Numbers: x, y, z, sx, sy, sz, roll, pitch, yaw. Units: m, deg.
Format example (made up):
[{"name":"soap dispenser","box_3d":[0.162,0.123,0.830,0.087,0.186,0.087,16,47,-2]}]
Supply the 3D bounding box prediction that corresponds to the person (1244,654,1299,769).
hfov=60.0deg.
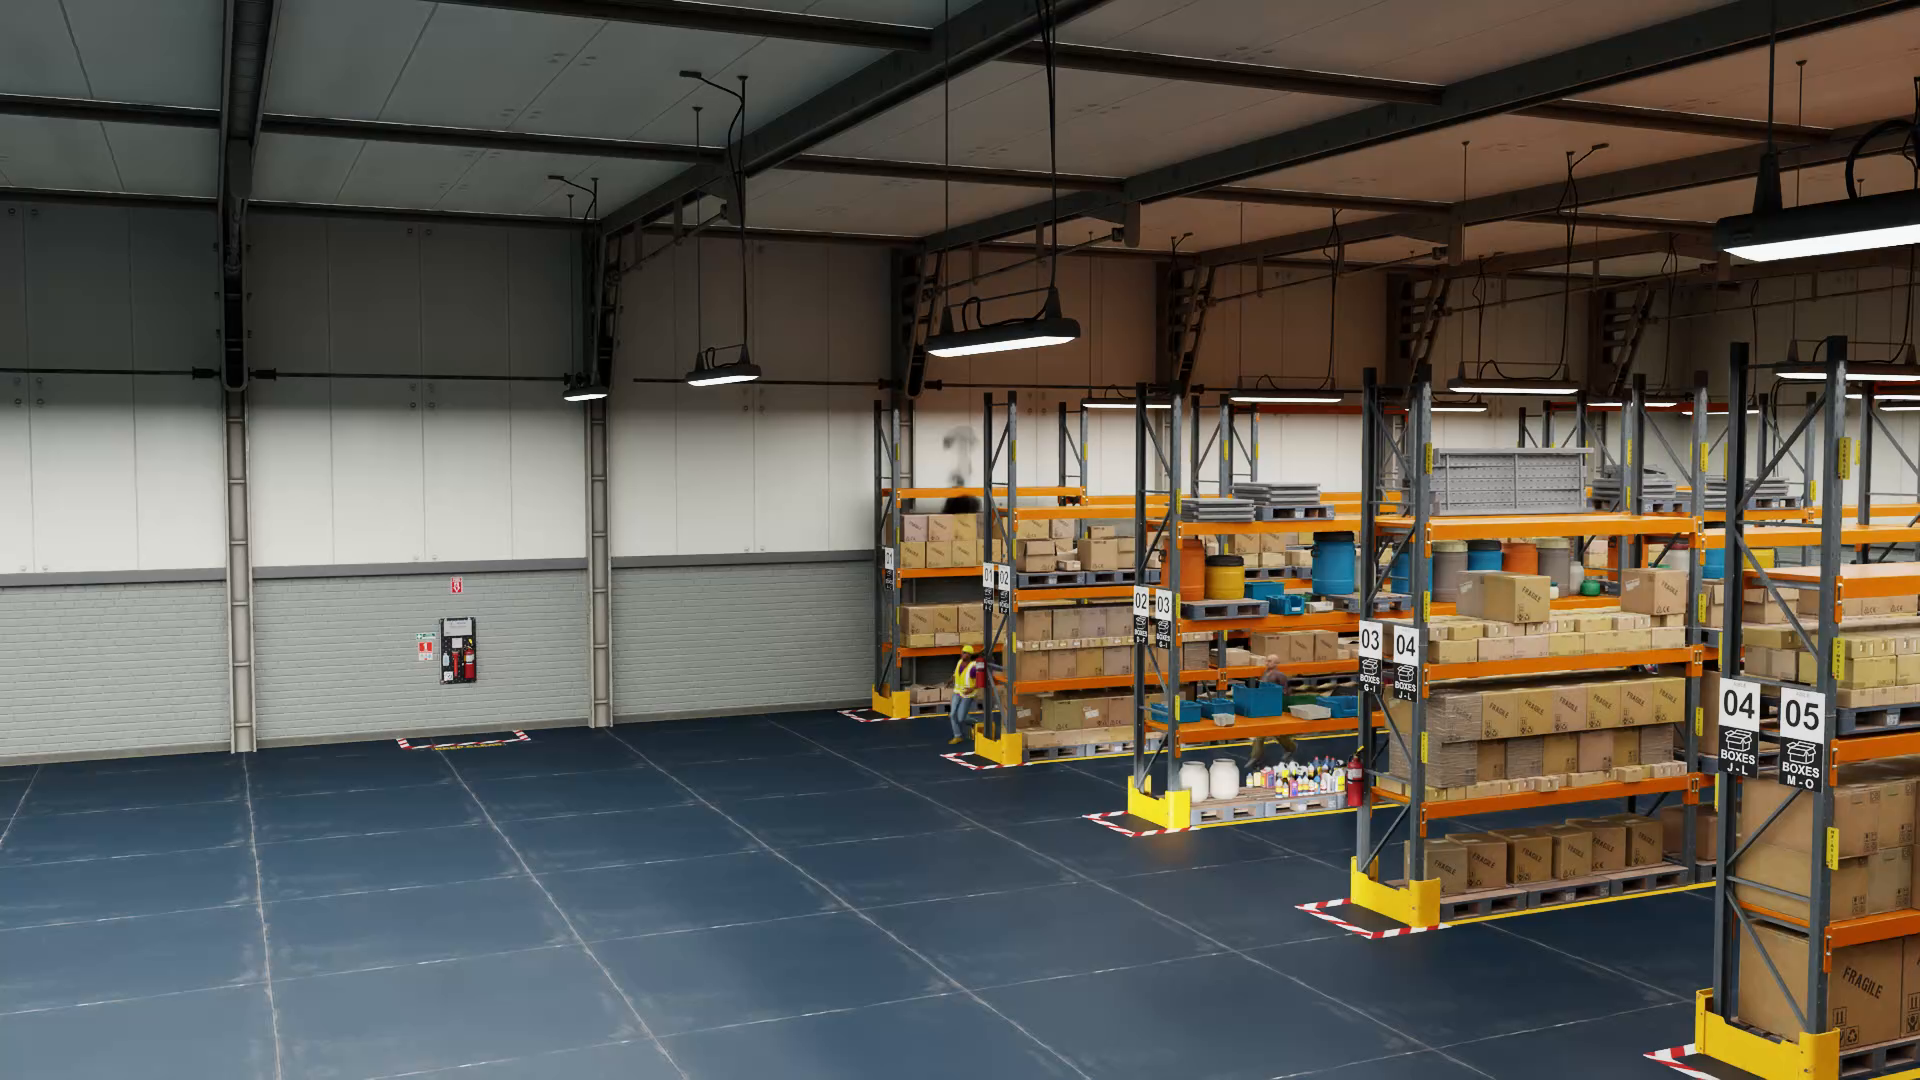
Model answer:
[{"name":"person","box_3d":[4.979,2.718,26.517,1.047,1.802,0.703,-2,4,-33]}]

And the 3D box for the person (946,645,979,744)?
[{"name":"person","box_3d":[0.135,2.652,28.649,0.643,1.714,0.737,-3,5,-43]}]
